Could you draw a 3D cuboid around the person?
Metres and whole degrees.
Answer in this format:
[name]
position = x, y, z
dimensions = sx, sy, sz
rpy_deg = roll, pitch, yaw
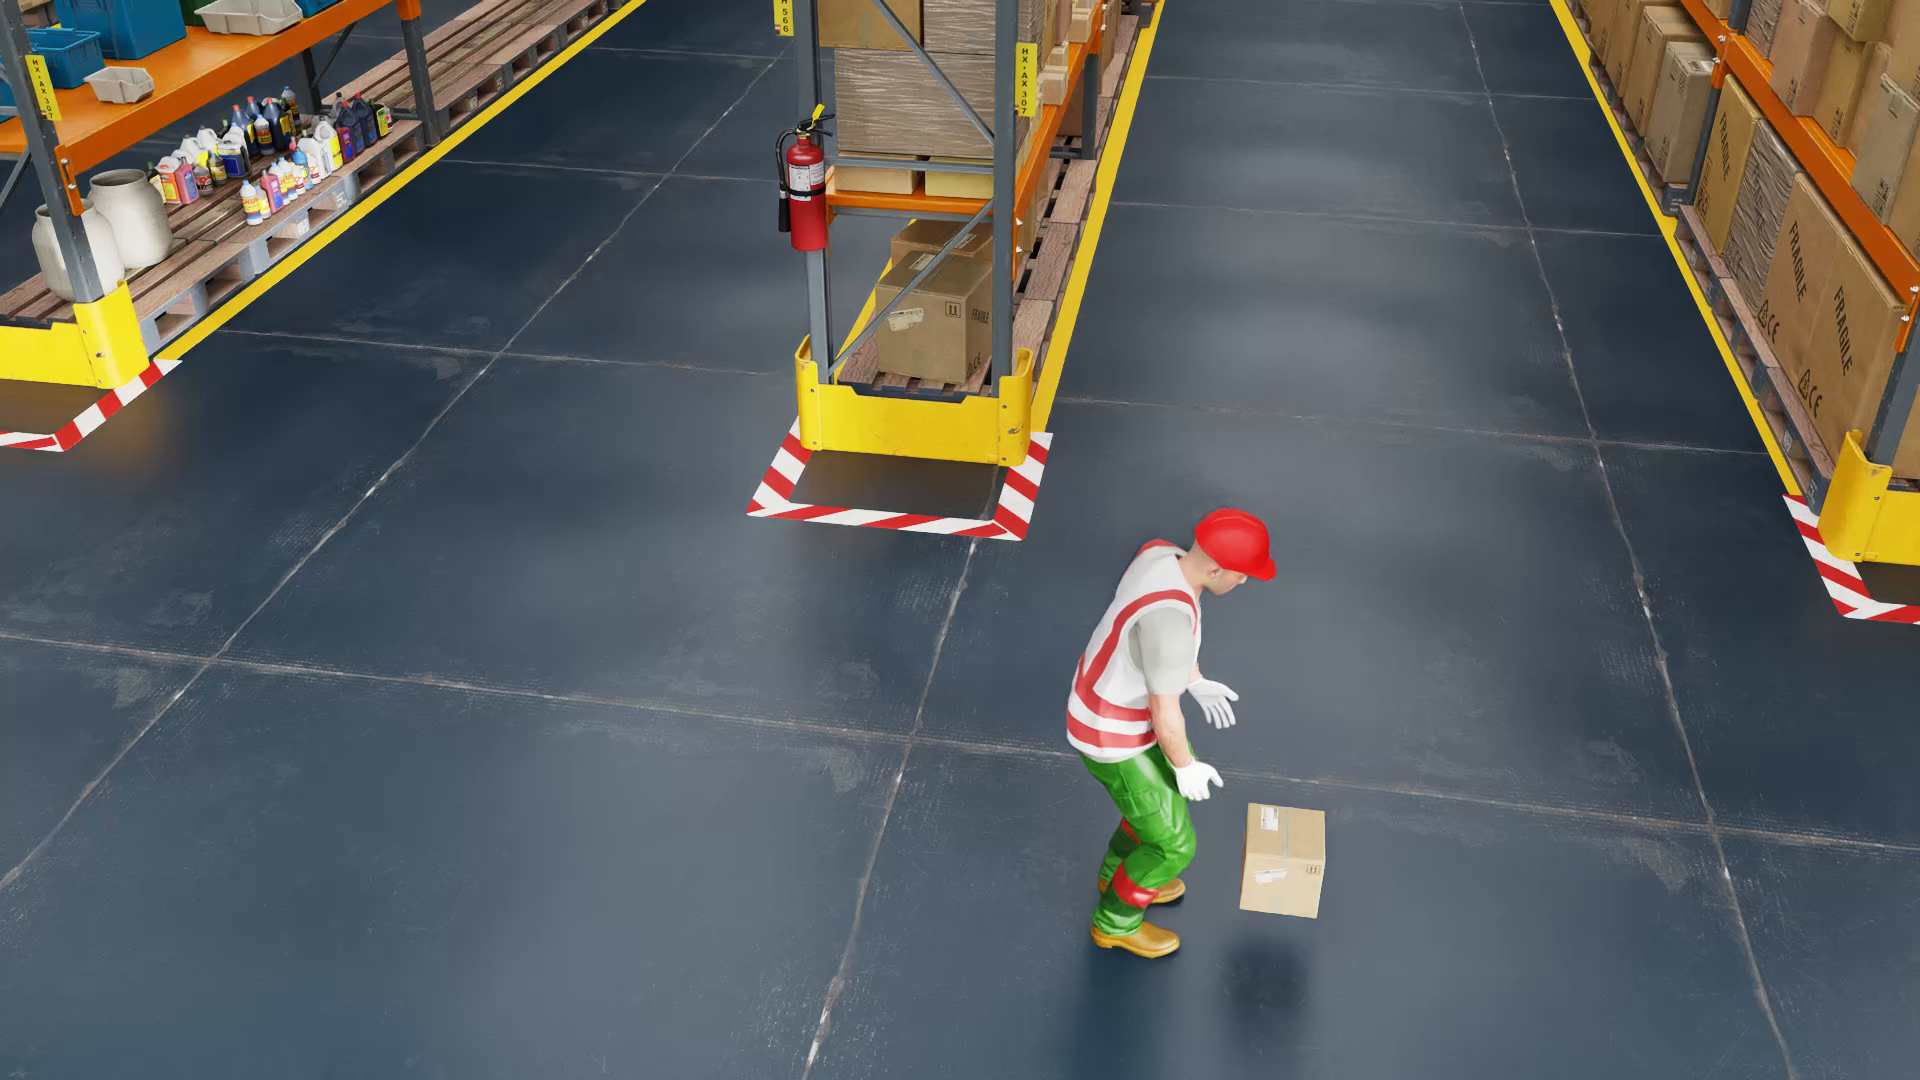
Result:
[person]
position = 0.646, 0.590, 5.328
dimensions = 0.602, 1.627, 0.568
rpy_deg = 6, 33, 9
